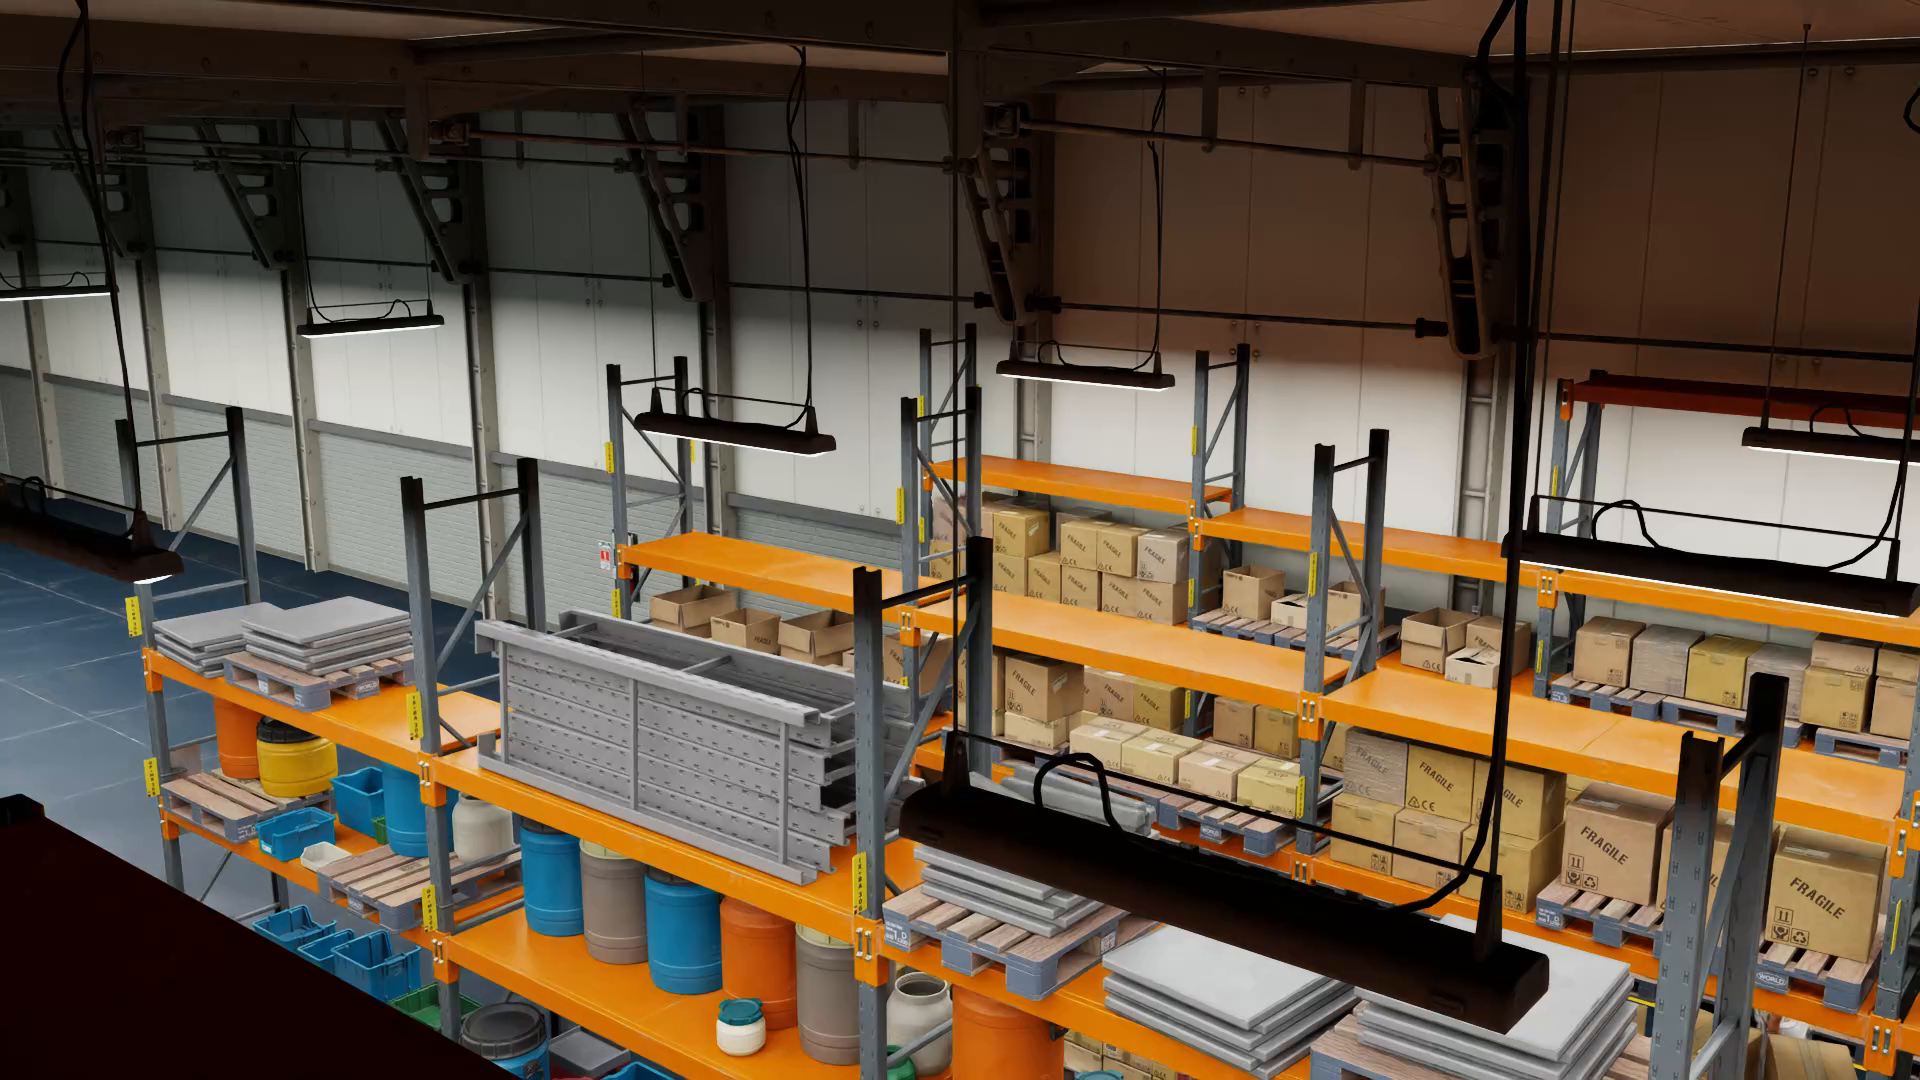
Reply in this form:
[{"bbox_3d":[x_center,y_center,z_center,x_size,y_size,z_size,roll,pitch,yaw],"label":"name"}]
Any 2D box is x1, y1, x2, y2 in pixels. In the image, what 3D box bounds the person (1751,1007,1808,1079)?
[{"bbox_3d":[6.965,4.185,13.970,0.857,1.618,0.493,9,16,35],"label":"person"}]
